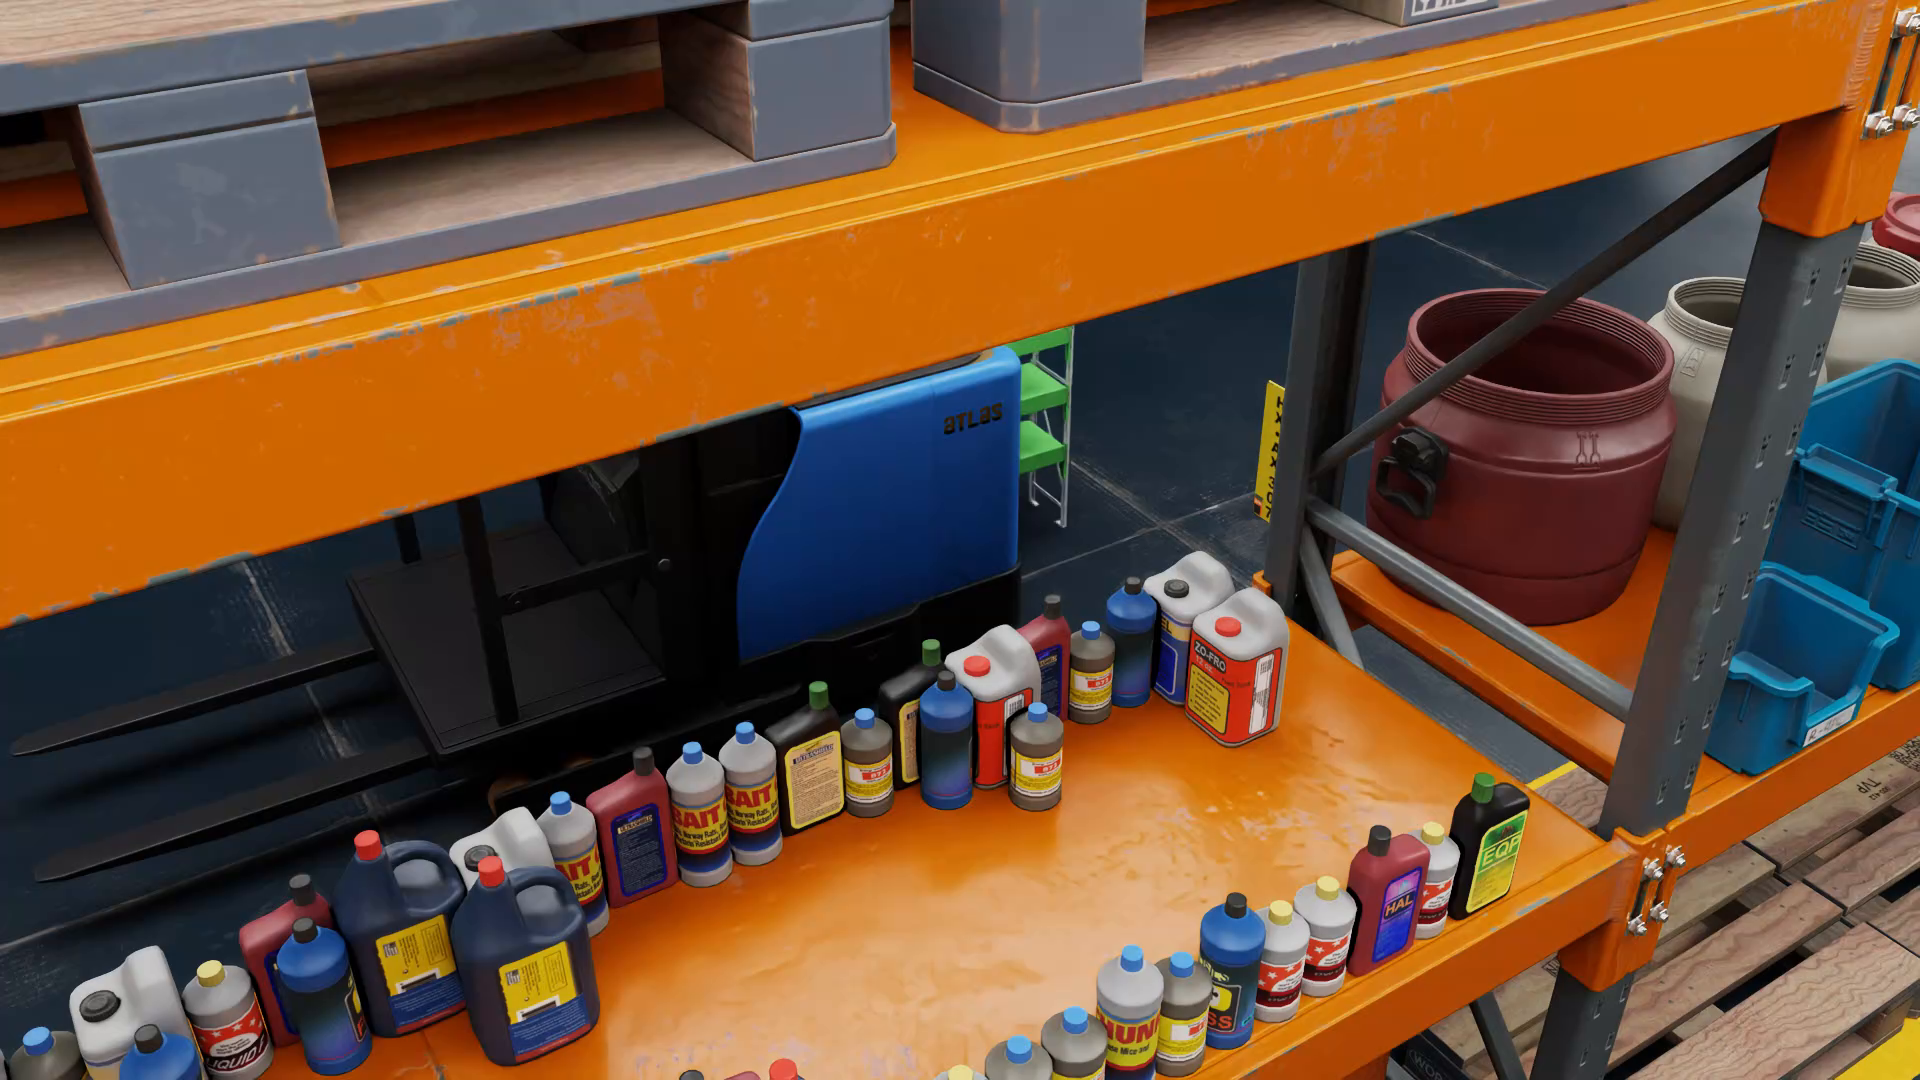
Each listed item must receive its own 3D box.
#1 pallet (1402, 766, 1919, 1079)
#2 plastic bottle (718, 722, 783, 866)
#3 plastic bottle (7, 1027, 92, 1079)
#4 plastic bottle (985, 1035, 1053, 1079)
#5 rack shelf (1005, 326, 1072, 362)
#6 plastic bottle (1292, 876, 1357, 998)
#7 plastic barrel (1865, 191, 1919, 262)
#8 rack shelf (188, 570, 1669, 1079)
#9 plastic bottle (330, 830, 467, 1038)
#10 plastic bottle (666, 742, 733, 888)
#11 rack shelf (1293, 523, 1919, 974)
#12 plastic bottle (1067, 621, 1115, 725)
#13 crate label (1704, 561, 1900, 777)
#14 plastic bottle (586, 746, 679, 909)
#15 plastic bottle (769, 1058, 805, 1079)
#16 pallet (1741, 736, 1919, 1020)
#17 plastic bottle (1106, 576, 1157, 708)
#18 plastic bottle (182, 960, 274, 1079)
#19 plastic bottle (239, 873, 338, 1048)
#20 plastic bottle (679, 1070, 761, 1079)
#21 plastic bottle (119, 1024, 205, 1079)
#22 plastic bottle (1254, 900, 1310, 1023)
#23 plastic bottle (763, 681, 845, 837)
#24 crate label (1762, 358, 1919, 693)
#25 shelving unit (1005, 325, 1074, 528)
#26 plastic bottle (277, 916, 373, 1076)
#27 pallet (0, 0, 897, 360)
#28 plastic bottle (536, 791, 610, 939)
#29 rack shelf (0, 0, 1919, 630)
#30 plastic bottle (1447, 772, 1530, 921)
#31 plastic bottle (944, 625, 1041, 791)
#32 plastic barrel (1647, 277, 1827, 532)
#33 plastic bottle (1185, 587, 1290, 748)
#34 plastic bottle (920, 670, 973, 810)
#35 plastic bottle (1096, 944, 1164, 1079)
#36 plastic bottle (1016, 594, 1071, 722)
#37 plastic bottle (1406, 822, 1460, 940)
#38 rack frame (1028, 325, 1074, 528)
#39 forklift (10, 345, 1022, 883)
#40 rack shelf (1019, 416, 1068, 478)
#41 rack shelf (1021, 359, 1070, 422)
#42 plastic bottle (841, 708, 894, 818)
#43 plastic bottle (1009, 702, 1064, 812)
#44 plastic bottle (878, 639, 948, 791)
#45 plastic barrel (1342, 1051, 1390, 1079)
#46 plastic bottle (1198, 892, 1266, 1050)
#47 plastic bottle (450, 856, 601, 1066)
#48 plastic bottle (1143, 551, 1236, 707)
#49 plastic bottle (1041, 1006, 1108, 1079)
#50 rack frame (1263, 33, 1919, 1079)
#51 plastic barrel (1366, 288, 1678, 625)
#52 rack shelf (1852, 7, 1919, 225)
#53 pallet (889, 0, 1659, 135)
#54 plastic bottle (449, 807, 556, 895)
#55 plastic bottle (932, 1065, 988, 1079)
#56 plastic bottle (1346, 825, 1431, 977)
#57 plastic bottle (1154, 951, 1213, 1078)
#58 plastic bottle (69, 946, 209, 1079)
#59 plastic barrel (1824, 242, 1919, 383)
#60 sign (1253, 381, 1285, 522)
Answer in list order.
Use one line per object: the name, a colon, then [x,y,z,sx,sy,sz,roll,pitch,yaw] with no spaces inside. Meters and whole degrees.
pallet: [1.655,1.109,4.294,1.213,0.211,1.003,-19,37,-27]
plastic bottle: [-0.363,0.431,2.876,0.097,0.271,0.097,0,32,0]
plastic bottle: [-1.296,0.781,2.386,0.097,0.201,0.097,0,32,0]
plastic bottle: [0.083,0.789,2.374,0.097,0.201,0.097,0,32,0]
rack shelf: [0.127,-0.690,5.889,0.480,0.148,0.258,-18,36,-26]
plastic bottle: [0.573,0.620,2.642,0.097,0.201,0.097,0,32,0]
plastic barrel: [2.442,-0.562,4.203,0.433,0.535,0.433,0,32,0]
rack shelf: [-0.698,1.018,2.498,4.000,0.370,1.077,-19,37,-27]
plastic bottle: [-0.858,0.582,2.562,0.185,0.351,0.144,-19,37,-27]
plastic bottle: [-0.445,0.459,2.832,0.097,0.271,0.097,0,32,0]
rack shelf: [2.664,-0.138,4.331,4.000,0.370,1.077,-19,37,-27]
plastic bottle: [0.250,0.249,3.229,0.097,0.201,0.097,0,32,0]
crate label: [1.540,0.253,3.194,0.416,0.233,0.303,-19,37,-27]
plastic bottle: [-0.552,0.479,2.789,0.133,0.283,0.061,-19,37,-27]
plastic bottle: [-0.243,0.823,2.180,0.185,0.351,0.144,-19,37,-27]
pallet: [2.680,0.758,4.850,1.213,0.211,1.003,-19,37,-27]
plastic bottle: [0.332,0.192,3.255,0.097,0.271,0.097,0,32,0]
plastic bottle: [-1.101,0.714,2.492,0.097,0.201,0.097,0,32,0]
plastic bottle: [-1.014,0.638,2.536,0.133,0.283,0.061,-19,37,-27]
plastic bottle: [-0.320,0.813,2.260,0.133,0.283,0.061,-19,37,-27]
plastic bottle: [-1.101,0.781,2.321,0.097,0.271,0.097,0,32,0]
plastic bottle: [0.492,0.648,2.597,0.097,0.201,0.097,0,32,0]
plastic bottle: [-0.276,0.384,2.939,0.133,0.283,0.061,-19,37,-27]
crate label: [1.965,-0.045,3.477,0.616,0.435,0.502,-19,37,-27]
shelving unit: [0.127,-0.541,5.983,0.503,1.200,0.258,-18,36,-26]
plastic bottle: [-0.956,0.673,2.492,0.097,0.271,0.097,0,32,0]
pallet: [-0.821,-0.496,1.591,1.213,0.211,1.003,-19,37,-27]
plastic bottle: [-0.639,0.526,2.726,0.097,0.271,0.097,0,32,0]
rack shelf: [-0.698,-0.250,1.698,4.000,0.370,1.077,-19,37,-27]
plastic bottle: [0.874,0.494,2.766,0.133,0.283,0.061,-19,37,-27]
plastic bottle: [0.055,0.302,3.076,0.135,0.276,0.152,-19,37,-27]
plastic barrel: [1.732,-0.304,3.816,0.421,0.512,0.421,0,32,0]
plastic bottle: [0.527,0.237,3.179,0.135,0.276,0.152,-19,37,-27]
plastic bottle: [-0.024,0.353,3.000,0.097,0.271,0.097,0,32,0]
plastic bottle: [0.246,0.703,2.445,0.097,0.271,0.097,0,32,0]
plastic bottle: [0.143,0.240,3.167,0.133,0.283,0.061,-19,37,-27]
plastic bottle: [0.767,0.553,2.747,0.097,0.201,0.097,0,32,0]
rack frame: [0.336,-0.609,6.090,0.015,1.200,0.240,-18,36,-26]
forklift: [-1.321,-0.716,4.637,3.031,2.935,1.130,-18,36,-26]
rack shelf: [0.127,-0.284,6.146,0.480,0.148,0.258,-18,36,-26]
rack shelf: [0.127,-0.487,6.018,0.480,0.148,0.258,-18,36,-26]
plastic bottle: [-0.169,0.394,3.001,0.097,0.201,0.097,0,32,0]
plastic bottle: [0.139,0.384,3.015,0.097,0.201,0.097,0,32,0]
plastic bottle: [-0.082,0.317,3.045,0.133,0.283,0.061,-19,37,-27]
plastic barrel: [0.581,1.025,3.454,0.708,0.830,0.600,-19,37,-27]
plastic bottle: [0.410,0.647,2.534,0.097,0.271,0.097,0,32,0]
plastic bottle: [-0.662,0.612,2.515,0.185,0.351,0.144,-19,37,-27]
plastic bottle: [0.444,0.169,3.288,0.135,0.276,0.152,-19,37,-27]
plastic bottle: [0.164,0.761,2.419,0.097,0.201,0.097,0,32,0]
rack frame: [0.983,0.136,3.223,0.127,3.000,1.000,-19,37,-27]
plastic barrel: [1.209,-0.192,3.615,0.708,0.536,0.600,-19,37,-27]
rack shelf: [2.664,-1.407,3.531,4.000,0.370,1.077,-19,37,-27]
pallet: [0.287,-0.876,2.192,1.213,0.211,1.003,-19,37,-27]
plastic bottle: [-0.721,0.569,2.652,0.135,0.276,0.152,-19,37,-27]
plastic bottle: [0.001,0.817,2.329,0.097,0.201,0.097,0,32,0]
plastic bottle: [0.680,0.560,2.660,0.133,0.283,0.061,-19,37,-27]
plastic bottle: [0.328,0.704,2.508,0.097,0.201,0.097,0,32,0]
plastic bottle: [-1.184,0.728,2.400,0.135,0.276,0.152,-19,37,-27]
plastic barrel: [2.086,-0.426,4.009,0.421,0.512,0.421,0,32,0]
sign: [0.679,-0.178,3.567,0.005,0.325,0.100,-19,37,-27]
